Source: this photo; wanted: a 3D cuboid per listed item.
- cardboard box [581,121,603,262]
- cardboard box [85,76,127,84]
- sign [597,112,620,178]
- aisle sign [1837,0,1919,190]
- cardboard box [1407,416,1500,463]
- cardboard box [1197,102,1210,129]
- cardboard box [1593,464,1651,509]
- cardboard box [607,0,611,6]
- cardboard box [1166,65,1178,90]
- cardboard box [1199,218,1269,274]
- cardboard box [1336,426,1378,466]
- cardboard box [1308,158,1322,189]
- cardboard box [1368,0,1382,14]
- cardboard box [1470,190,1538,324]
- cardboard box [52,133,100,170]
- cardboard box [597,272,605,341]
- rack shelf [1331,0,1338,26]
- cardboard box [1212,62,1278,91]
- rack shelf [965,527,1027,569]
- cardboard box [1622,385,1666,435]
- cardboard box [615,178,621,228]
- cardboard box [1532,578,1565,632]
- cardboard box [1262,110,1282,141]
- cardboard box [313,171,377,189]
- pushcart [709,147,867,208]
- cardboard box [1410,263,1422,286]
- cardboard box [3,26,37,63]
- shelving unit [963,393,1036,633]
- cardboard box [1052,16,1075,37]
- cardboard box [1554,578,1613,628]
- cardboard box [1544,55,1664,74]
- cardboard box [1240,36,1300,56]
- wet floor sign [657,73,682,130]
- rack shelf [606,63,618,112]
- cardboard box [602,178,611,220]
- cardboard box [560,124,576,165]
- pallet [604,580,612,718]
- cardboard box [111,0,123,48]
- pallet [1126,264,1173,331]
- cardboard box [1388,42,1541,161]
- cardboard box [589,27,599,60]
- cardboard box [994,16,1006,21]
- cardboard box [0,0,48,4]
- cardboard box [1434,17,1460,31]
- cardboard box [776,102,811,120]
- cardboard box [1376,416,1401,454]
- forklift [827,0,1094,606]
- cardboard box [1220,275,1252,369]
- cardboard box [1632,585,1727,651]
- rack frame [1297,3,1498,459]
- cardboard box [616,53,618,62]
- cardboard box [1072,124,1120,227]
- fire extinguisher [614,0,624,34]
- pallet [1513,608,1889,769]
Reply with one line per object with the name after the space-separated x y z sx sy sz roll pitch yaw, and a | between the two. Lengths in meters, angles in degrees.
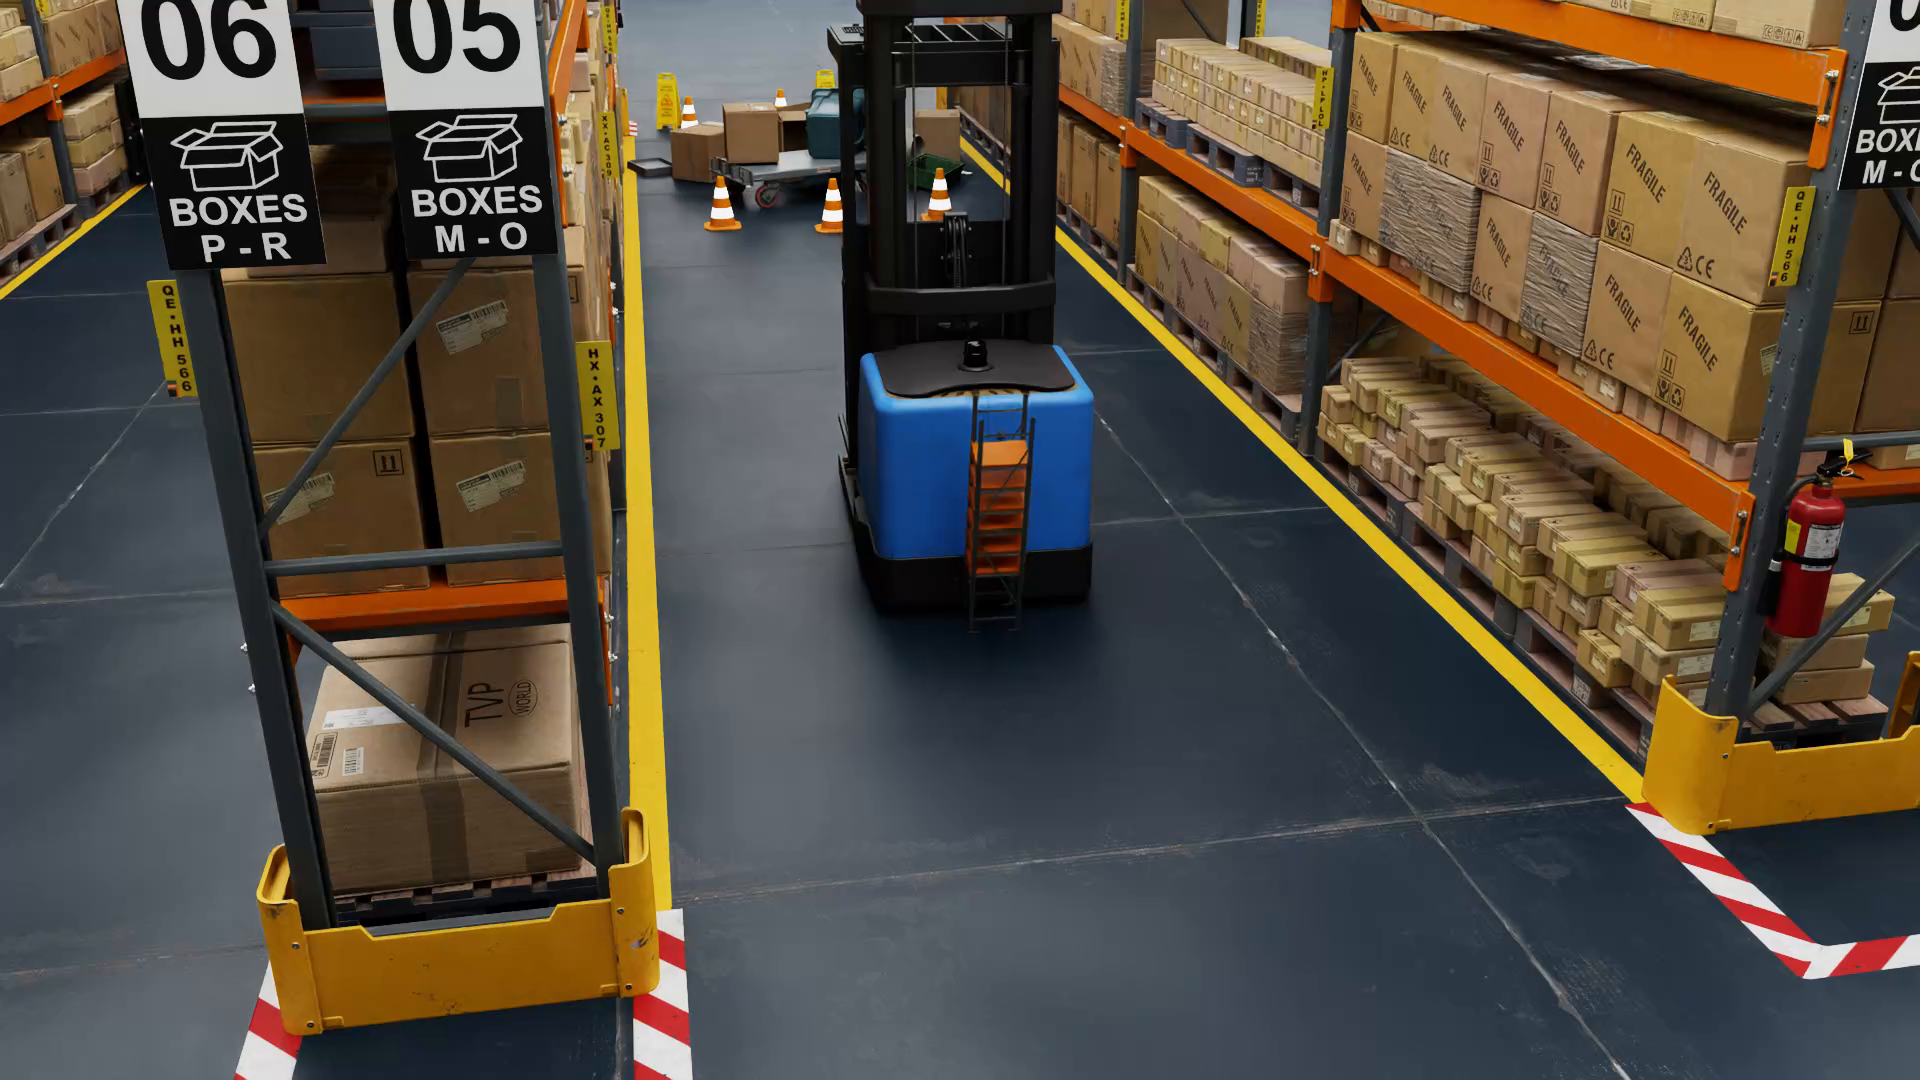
-1.775 -1.452 6.953 0.500 0.500 0.500 -4 24 -9 | cardboard box
-8.824 -4.699 17.422 0.500 0.250 0.500 -4 24 -9 | cardboard box
-1.778 -1.988 8.373 0.100 0.325 0.005 -4 24 -10 | sign
2.981 -1.486 5.157 0.394 0.787 0.004 -4 24 -10 | aisle sign
2.508 -0.511 8.467 0.380 0.149 0.250 -4 24 -9 | cardboard box
1.871 -2.957 11.561 0.380 0.149 0.250 -4 24 -8 | cardboard box
3.237 -0.252 7.873 0.380 0.149 0.250 -4 24 -9 | cardboard box
-3.610 -5.036 16.035 0.500 0.500 0.500 -4 24 -10 | cardboard box
1.728 -3.395 12.192 0.380 0.149 0.250 -3 24 -7 | cardboard box
1.943 -1.994 11.229 0.500 0.250 0.500 -5 24 -12 | cardboard box
2.324 -0.533 9.261 0.380 0.149 0.250 -4 24 -8 | cardboard box
2.255 -2.138 9.687 0.380 0.149 0.250 -5 24 -11 | cardboard box
5.141 -6.426 20.028 0.380 0.149 0.250 -4 24 -10 | cardboard box
2.651 -1.284 7.446 0.500 0.500 0.500 -3 24 -7 | cardboard box
-8.466 -3.665 15.681 0.500 0.250 0.500 -4 24 -10 | cardboard box
-1.696 -0.790 6.685 0.500 0.500 0.500 -4 24 -8 | cardboard box
2.153 -3.751 10.741 1.077 0.370 4.000 -4 24 -10 | rack shelf
1.923 -3.129 11.213 0.380 0.149 0.250 -4 24 -8 | cardboard box
0.161 0.030 7.567 0.258 0.103 0.180 -3 39 -7 | rack shelf
2.854 -0.536 6.543 0.380 0.149 0.250 -5 24 -10 | cardboard box
-3.436 -2.886 14.368 0.950 0.372 0.625 -4 24 -8 | cardboard box
2.791 0.277 7.406 0.380 0.149 0.250 -4 24 -9 | cardboard box
2.108 -2.583 10.334 0.380 0.149 0.250 -5 24 -11 | cardboard box
-2.047 -1.061 5.246 0.380 0.149 0.250 -5 24 -10 | cardboard box
-1.571 -3.646 16.628 1.648 0.377 0.936 -13 27 -28 | pushcart
2.520 -1.364 8.439 0.380 0.149 0.250 -5 24 -12 | cardboard box
-8.338 -4.277 14.358 0.500 0.250 0.500 -5 24 -11 | cardboard box
0.167 -0.099 7.464 0.258 1.200 0.189 -3 39 -7 | shelving unit
1.060 -4.489 15.157 0.500 0.500 0.500 -4 24 -10 | cardboard box
2.787 0.241 7.116 0.380 0.149 0.250 -5 24 -12 | cardboard box
3.057 -1.989 7.811 0.500 0.500 0.500 -4 24 -8 | cardboard box
2.325 -3.684 12.482 0.380 0.149 0.250 -5 24 -12 | cardboard box
-3.525 -5.308 20.097 0.267 0.644 0.232 4 24 9 | wet floor sign
-3.432 -3.543 14.014 1.077 0.370 4.000 -4 24 -10 | rack shelf
-2.127 -1.867 8.840 0.500 0.250 0.500 -5 24 -11 | cardboard box
-1.602 -1.412 6.052 0.380 0.149 0.250 -4 24 -9 | cardboard box
-2.030 0.551 7.225 1.003 0.211 1.213 -4 24 -10 | pallet
-8.888 -5.330 17.080 0.500 0.500 0.500 -5 24 -11 | cardboard box
1.926 -1.907 12.853 1.003 0.211 1.213 -4 24 -10 | pallet
2.478 -2.161 8.205 0.500 0.500 0.500 -5 24 -11 | cardboard box
-2.435 -2.810 10.061 0.500 0.500 0.500 -5 24 -11 | cardboard box
0.840 -5.493 17.393 0.875 0.550 0.550 -4 24 -10 | cardboard box
-8.447 -4.918 14.955 0.380 0.149 0.250 -4 24 -9 | cardboard box
5.428 -5.633 18.213 0.380 0.149 0.250 -4 24 -10 | cardboard box
-1.729 -4.585 18.620 0.637 0.503 0.797 18 29 36 | cardboard box
2.491 -0.589 9.017 0.380 0.149 0.250 -4 24 -10 | cardboard box
-0.091 -1.590 8.727 1.130 2.935 3.031 -3 24 -8 | forklift
2.044 -1.440 10.898 0.500 0.500 0.500 -5 24 -11 | cardboard box
2.916 0.306 6.595 0.380 0.149 0.250 -4 24 -9 | cardboard box
2.523 -1.919 9.396 1.000 3.000 0.127 -4 24 -10 | rack frame
-4.004 -5.371 18.464 0.380 0.149 0.250 -4 24 -8 | cardboard box
1.594 -3.244 14.715 1.050 0.750 0.750 -4 24 -9 | cardboard box
-4.110 -6.277 19.470 0.296 0.674 0.183 -4 24 -10 | fire extinguisher
3.133 0.580 7.158 1.003 0.211 1.213 -4 24 -10 | pallet
